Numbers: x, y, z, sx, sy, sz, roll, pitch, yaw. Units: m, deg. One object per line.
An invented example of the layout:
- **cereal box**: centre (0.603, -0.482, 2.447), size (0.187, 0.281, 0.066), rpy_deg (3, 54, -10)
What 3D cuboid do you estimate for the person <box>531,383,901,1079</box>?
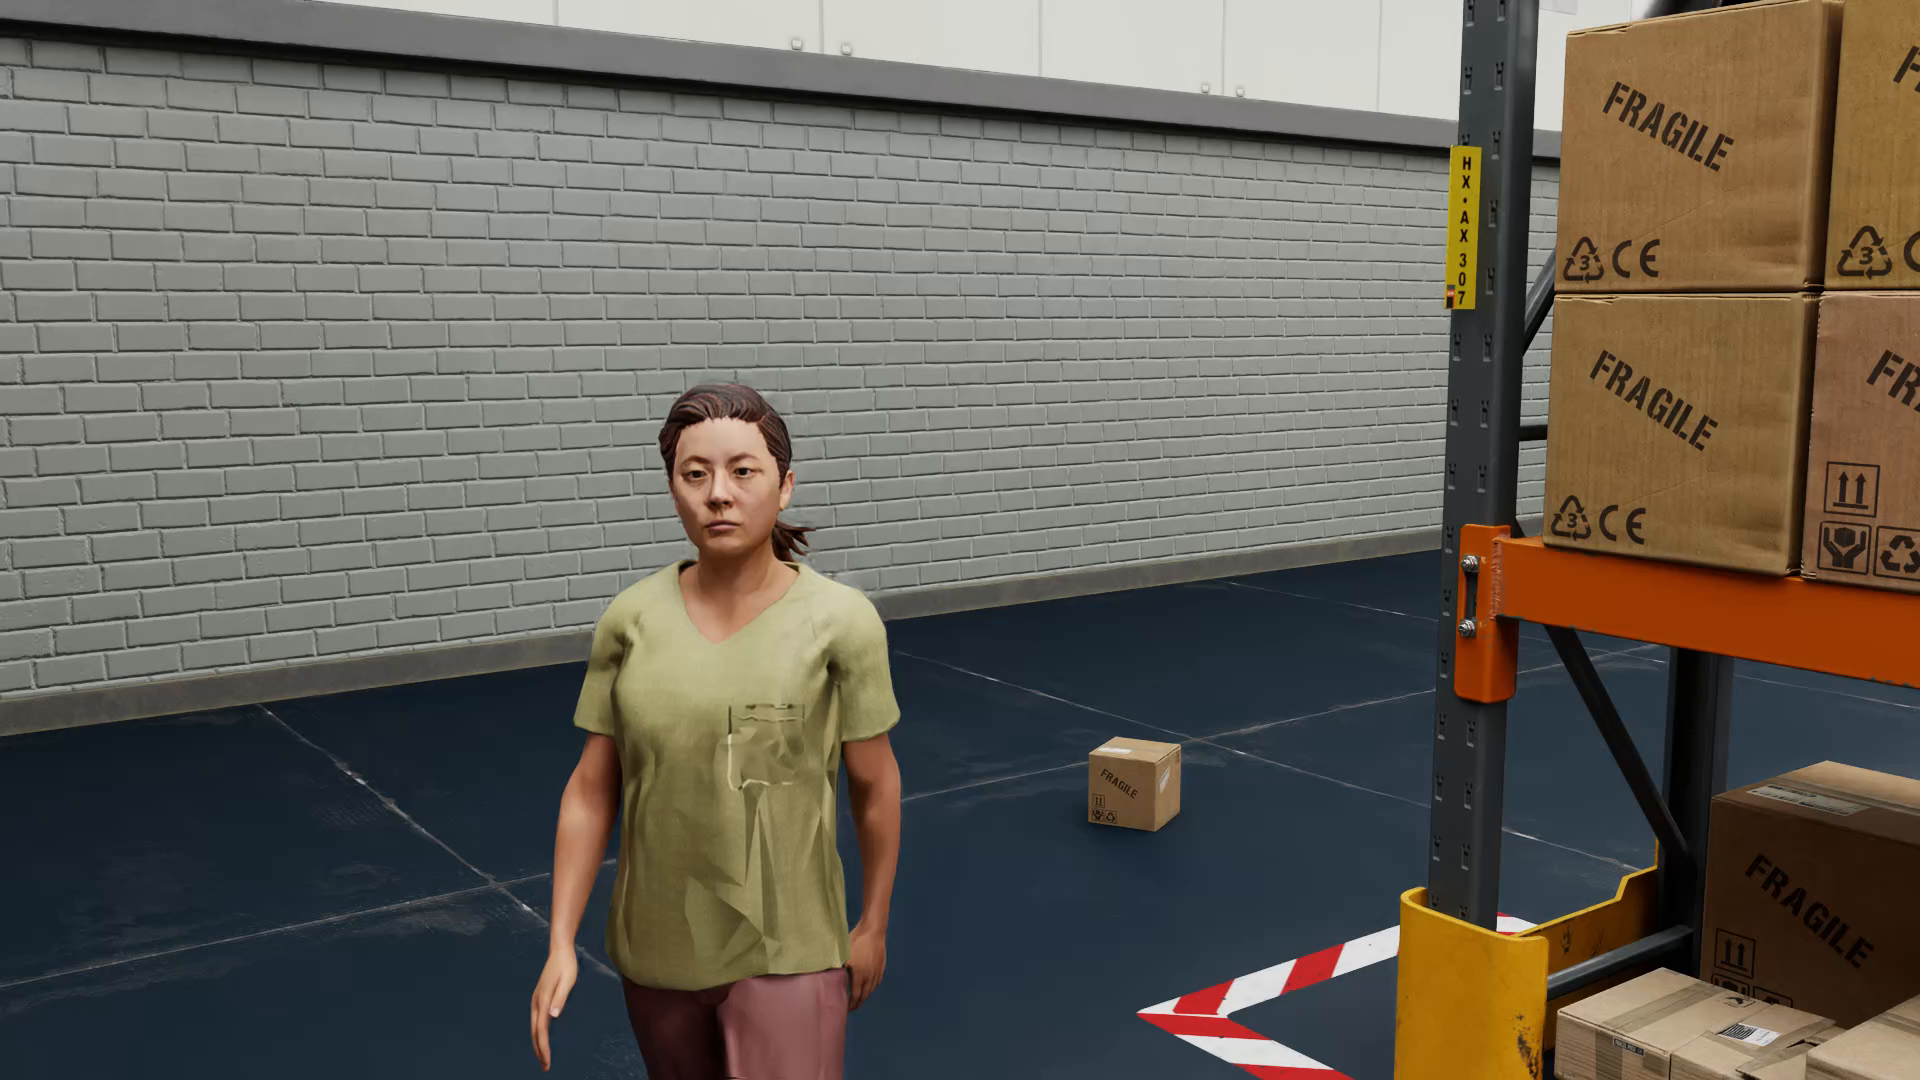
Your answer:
- **person**: centre (-0.350, 0.613, 2.303), size (0.460, 1.643, 0.887), rpy_deg (2, 8, 11)
